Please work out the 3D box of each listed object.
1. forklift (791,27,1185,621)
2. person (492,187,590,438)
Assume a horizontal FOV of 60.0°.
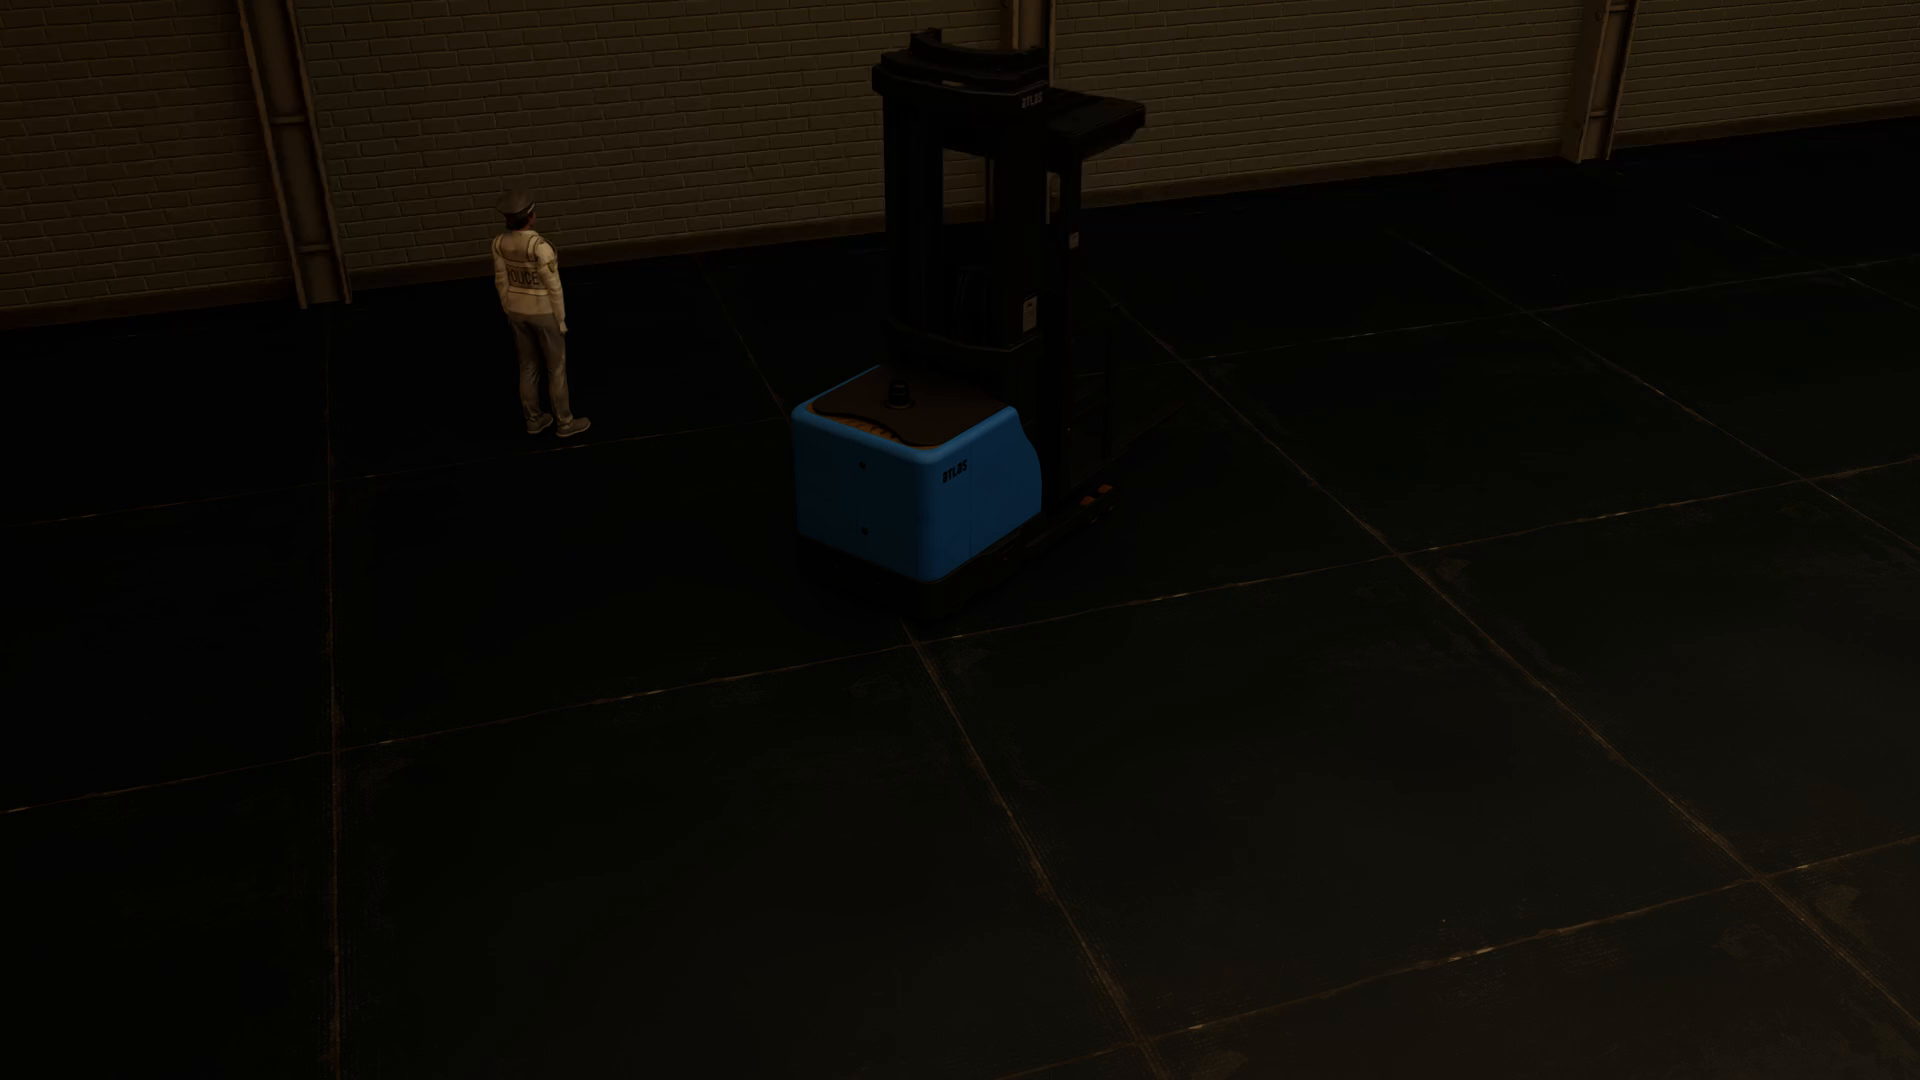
[{"bbox_3d":[0.340,-1.504,9.701,1.130,2.935,3.031,21,36,32],"label":"forklift"},{"bbox_3d":[-2.780,-1.480,10.907,0.461,1.693,0.342,10,31,16],"label":"person"}]
